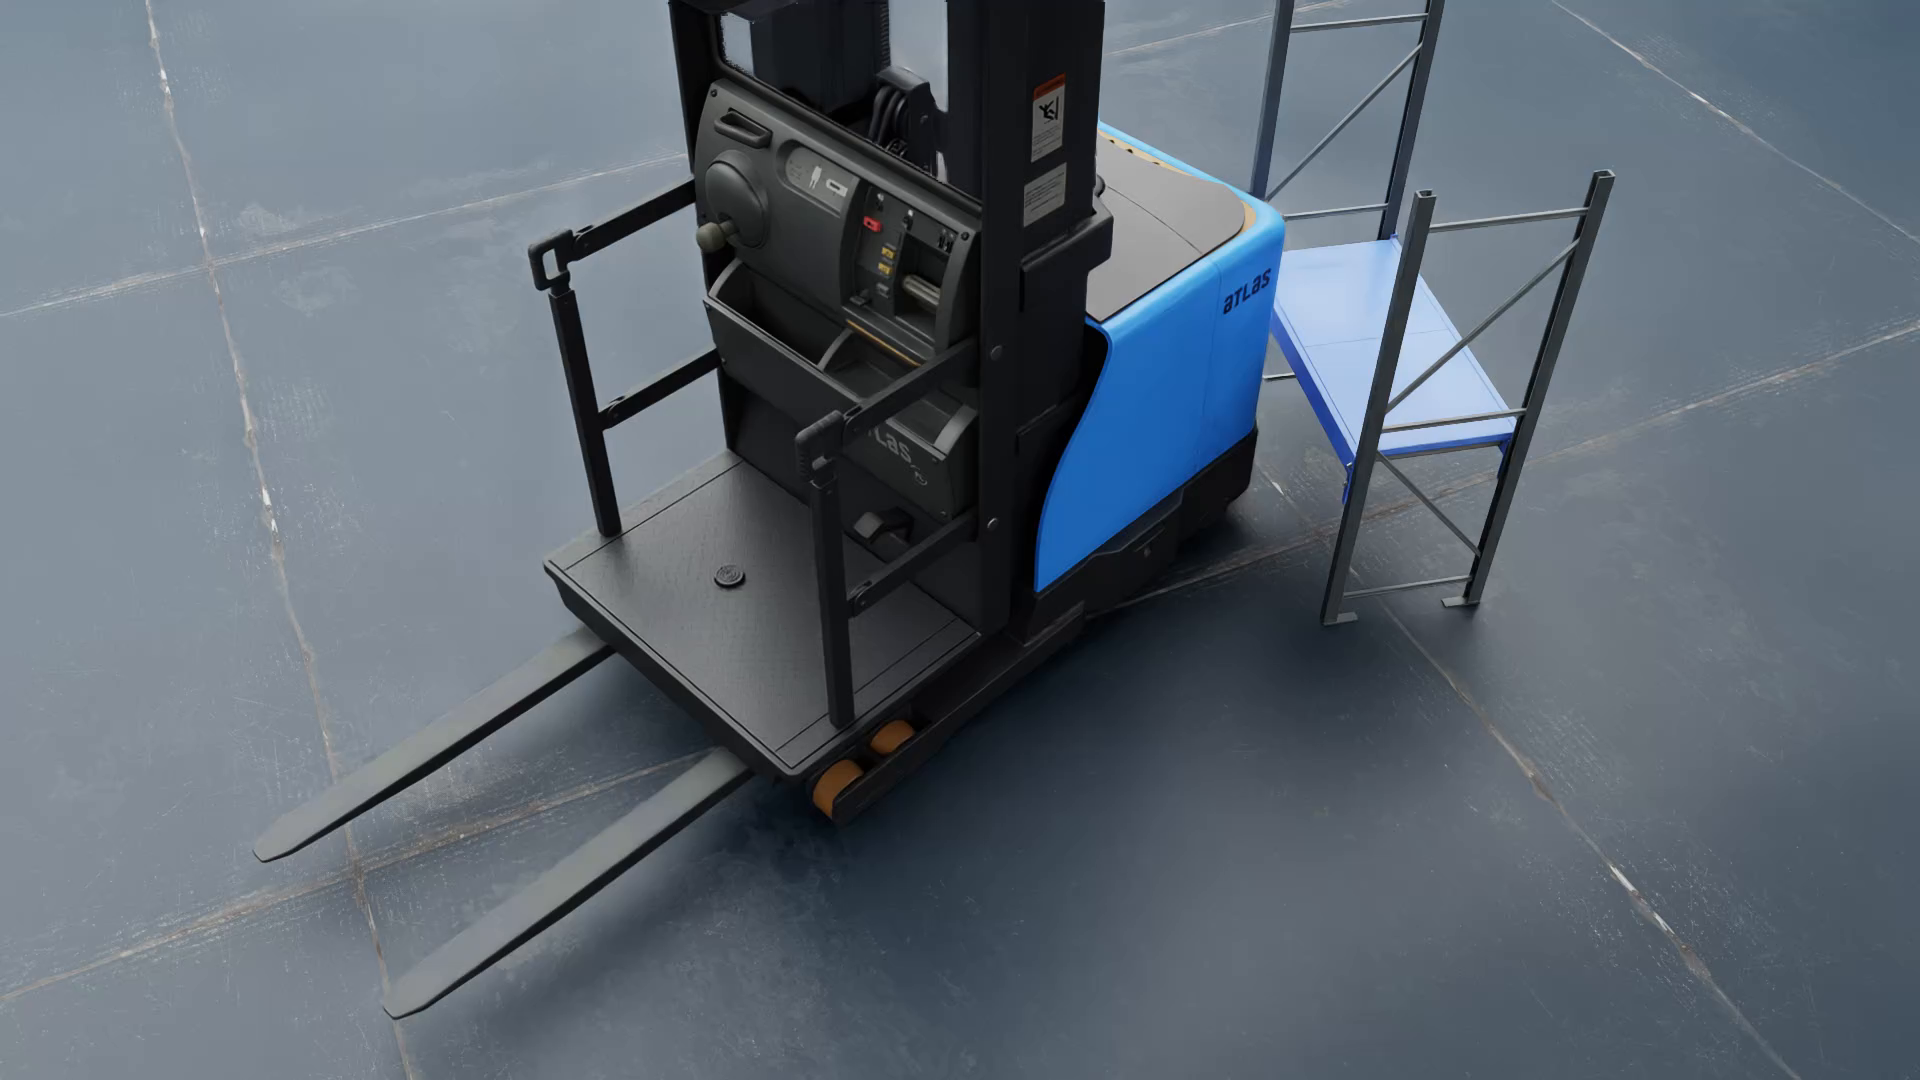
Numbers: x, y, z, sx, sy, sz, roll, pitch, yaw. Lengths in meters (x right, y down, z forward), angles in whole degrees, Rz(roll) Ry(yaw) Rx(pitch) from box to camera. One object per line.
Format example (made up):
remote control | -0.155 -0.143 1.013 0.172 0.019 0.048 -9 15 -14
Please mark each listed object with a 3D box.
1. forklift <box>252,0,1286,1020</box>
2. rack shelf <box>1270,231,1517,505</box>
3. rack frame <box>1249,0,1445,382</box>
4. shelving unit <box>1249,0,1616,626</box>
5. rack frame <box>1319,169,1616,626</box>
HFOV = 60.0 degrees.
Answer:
forklift | -0.466 -0.701 3.873 1.130 2.935 3.031 35 54 30
rack shelf | 1.235 -0.542 4.988 0.538 0.185 1.000 -8 45 -8
rack frame | 1.138 -1.021 5.217 0.500 1.500 0.032 -8 45 -8
shelving unit | 1.235 -0.670 4.861 0.538 1.500 1.048 -8 45 -8
rack frame | 1.331 -0.320 4.506 0.500 1.500 0.032 -8 45 -8
